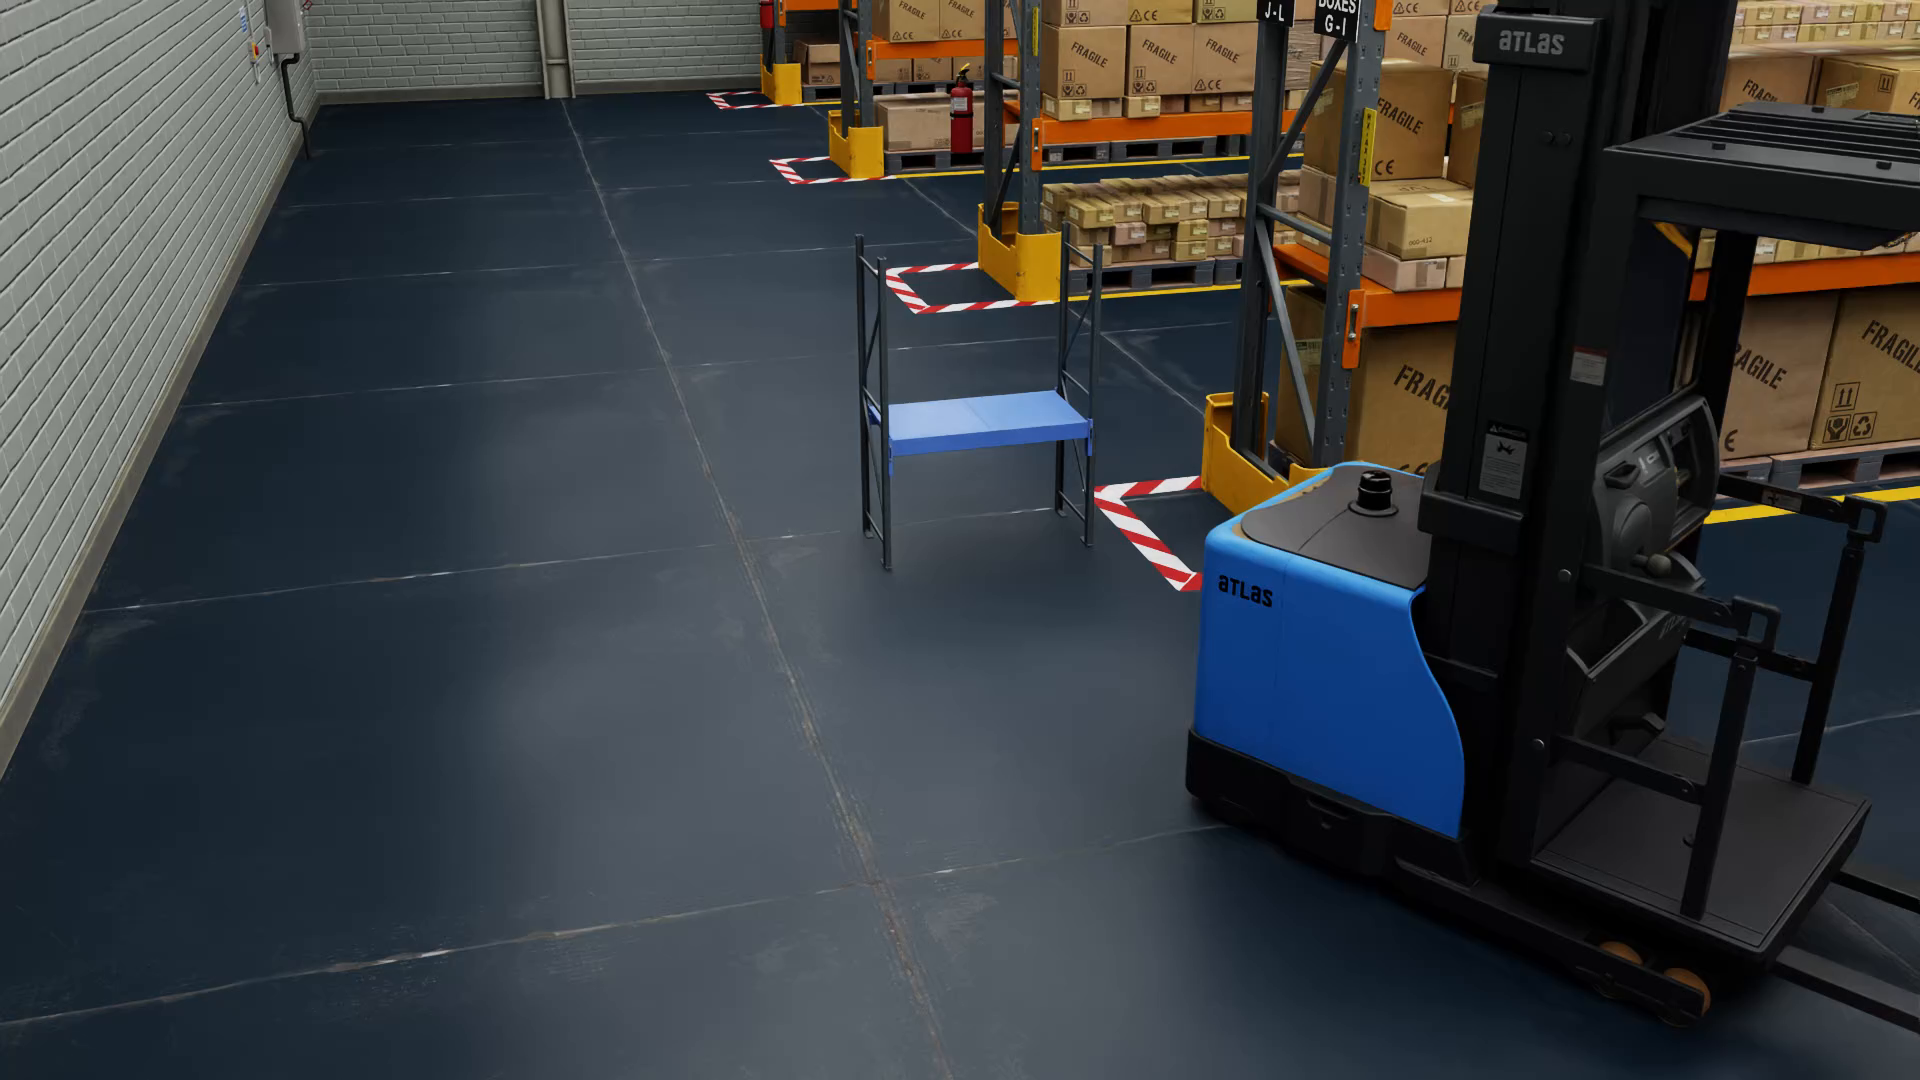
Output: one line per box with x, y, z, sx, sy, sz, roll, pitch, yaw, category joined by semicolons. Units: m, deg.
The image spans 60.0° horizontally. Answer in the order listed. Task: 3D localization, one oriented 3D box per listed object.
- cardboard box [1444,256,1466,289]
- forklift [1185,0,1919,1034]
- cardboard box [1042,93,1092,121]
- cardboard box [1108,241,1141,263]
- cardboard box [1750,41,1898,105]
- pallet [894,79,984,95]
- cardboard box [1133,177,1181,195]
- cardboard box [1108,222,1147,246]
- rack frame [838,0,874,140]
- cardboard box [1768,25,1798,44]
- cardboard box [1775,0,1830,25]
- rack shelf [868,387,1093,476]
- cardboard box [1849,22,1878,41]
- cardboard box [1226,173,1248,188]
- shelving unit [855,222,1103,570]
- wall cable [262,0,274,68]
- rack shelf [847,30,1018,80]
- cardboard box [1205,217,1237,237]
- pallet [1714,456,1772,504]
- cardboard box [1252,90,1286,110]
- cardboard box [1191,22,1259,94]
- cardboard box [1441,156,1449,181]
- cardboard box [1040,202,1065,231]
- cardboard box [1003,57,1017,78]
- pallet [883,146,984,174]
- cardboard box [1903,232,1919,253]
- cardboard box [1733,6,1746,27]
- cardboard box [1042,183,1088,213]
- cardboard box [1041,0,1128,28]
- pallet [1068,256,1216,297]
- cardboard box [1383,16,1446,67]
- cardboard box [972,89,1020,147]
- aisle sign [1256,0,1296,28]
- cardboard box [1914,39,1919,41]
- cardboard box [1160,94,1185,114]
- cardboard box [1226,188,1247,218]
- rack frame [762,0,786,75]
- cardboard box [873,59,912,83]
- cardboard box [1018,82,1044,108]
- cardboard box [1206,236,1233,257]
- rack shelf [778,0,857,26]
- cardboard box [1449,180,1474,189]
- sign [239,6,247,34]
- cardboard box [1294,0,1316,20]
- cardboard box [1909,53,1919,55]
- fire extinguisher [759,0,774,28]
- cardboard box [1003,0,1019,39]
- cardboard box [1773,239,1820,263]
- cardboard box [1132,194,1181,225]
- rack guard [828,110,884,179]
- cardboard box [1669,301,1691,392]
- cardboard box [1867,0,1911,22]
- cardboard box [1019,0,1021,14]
2.300;-1.306;7.808;0.250;0.149;0.380;-7;24;-15;cardboard box
2.247;-0.146;4.872;3.031;2.935;1.130;19;30;38;forklift
0.781;-3.170;12.151;0.250;0.149;0.380;-7;24;-15;cardboard box
1.201;-2.251;12.775;0.250;0.149;0.380;-6;24;-15;cardboard box
4.468;-2.316;8.706;0.500;0.500;0.500;-6;24;-14;cardboard box
-0.386;-6.068;22.124;1.213;0.211;1.003;-6;24;-14;pallet
1.560;-2.768;13.225;0.250;0.149;0.380;-7;24;-16;cardboard box
1.233;-2.361;12.653;0.250;0.149;0.380;-6;24;-15;cardboard box
-1.054;-5.243;16.666;0.127;3.000;1.000;-6;24;-14;rack frame
6.489;-4.078;13.358;0.250;0.149;0.380;-6;24;-13;cardboard box
6.750;-4.245;13.370;0.250;0.149;0.380;-6;24;-14;cardboard box
0.082;-0.533;8.046;1.000;0.185;0.538;-6;24;-14;rack shelf
7.221;-4.158;13.544;0.250;0.149;0.380;-6;24;-13;cardboard box
2.332;-2.842;13.399;0.250;0.149;0.380;-6;24;-14;cardboard box
0.082;-0.698;7.975;1.048;1.500;0.538;-6;24;-14;shelving unit
-6.871;-5.638;16.297;0.122;1.984;0.588;-6;24;-14;wall cable
0.871;-5.126;17.304;4.000;0.370;1.077;-6;24;-14;rack shelf
1.951;-2.471;12.910;0.250;0.149;0.380;-7;24;-17;cardboard box
3.544;-0.443;9.015;1.213;0.211;1.003;-6;24;-14;pallet
2.269;-3.355;12.584;0.250;0.149;0.380;-5;24;-12;cardboard box
1.871;-3.615;12.366;0.500;0.500;0.500;-6;24;-14;cardboard box
2.506;-1.755;8.349;0.500;0.250;0.500;-7;24;-15;cardboard box
0.811;-2.559;13.116;0.250;0.149;0.380;-7;24;-16;cardboard box
0.652;-6.281;22.020;0.258;0.266;0.396;-5;24;-12;cardboard box
-0.305;-4.077;17.484;1.213;0.211;1.003;-6;24;-14;pallet
4.774;-1.580;8.447;0.250;0.149;0.380;-7;24;-15;cardboard box
5.980;-4.157;13.166;0.250;0.149;0.380;-5;24;-12;cardboard box
0.821;-2.684;13.029;0.250;0.149;0.380;-6;24;-14;cardboard box
0.884;-3.964;11.912;0.500;0.500;0.500;-6;24;-15;cardboard box
1.245;-2.175;13.050;1.213;0.211;1.003;-6;24;-14;pallet
3.342;-3.770;12.728;0.500;0.500;0.500;-7;24;-16;cardboard box
0.433;-4.468;17.575;0.875;0.438;0.875;-6;24;-13;cardboard box
1.472;-2.782;7.633;0.004;0.787;0.394;-6;24;-14;aisle sign
7.732;-4.078;13.735;0.250;0.149;0.380;-6;24;-13;cardboard box
1.501;-3.300;12.456;0.250;0.149;0.380;-5;24;-12;cardboard box
2.238;-2.606;12.847;0.250;0.149;0.380;-6;24;-14;cardboard box
-2.399;-7.128;21.057;0.127;3.000;1.000;-6;24;-14;rack frame
-0.951;-6.277;21.713;0.500;0.500;0.700;-5;24;-12;cardboard box
0.618;-3.402;12.692;0.250;0.149;0.380;-6;24;-14;cardboard box
1.934;-2.329;12.957;0.250;0.149;0.380;-6;24;-14;cardboard box
-0.473;-7.010;21.695;4.000;0.370;1.077;-6;24;-14;rack shelf
2.657;-1.555;7.884;0.500;0.250;0.500;-7;24;-15;cardboard box
-6.523;-4.733;15.135;0.001;0.218;0.327;-6;24;-14;sign
2.365;-4.123;12.282;0.500;0.500;0.500;-7;24;-16;cardboard box
5.104;-2.169;8.363;0.500;0.500;0.500;-6;24;-13;cardboard box
-2.415;-6.730;20.700;0.183;0.674;0.296;-6;24;-14;fire extinguisher
0.460;-5.343;16.772;0.500;0.500;0.500;-6;24;-15;cardboard box
4.032;-1.498;8.255;0.250;0.149;0.380;-7;24;-15;cardboard box
1.487;-2.511;12.627;0.250;0.149;0.380;-6;24;-15;cardboard box
-1.077;-4.092;17.153;0.348;0.500;1.175;-6;24;-14;rack guard
3.093;-0.893;8.689;0.875;0.875;0.875;-6;24;-14;cardboard box
7.492;-4.326;13.559;0.250;0.149;0.380;-7;24;-15;cardboard box
0.754;-4.160;12.370;0.500;0.500;0.500;-7;24;-15;cardboard box
